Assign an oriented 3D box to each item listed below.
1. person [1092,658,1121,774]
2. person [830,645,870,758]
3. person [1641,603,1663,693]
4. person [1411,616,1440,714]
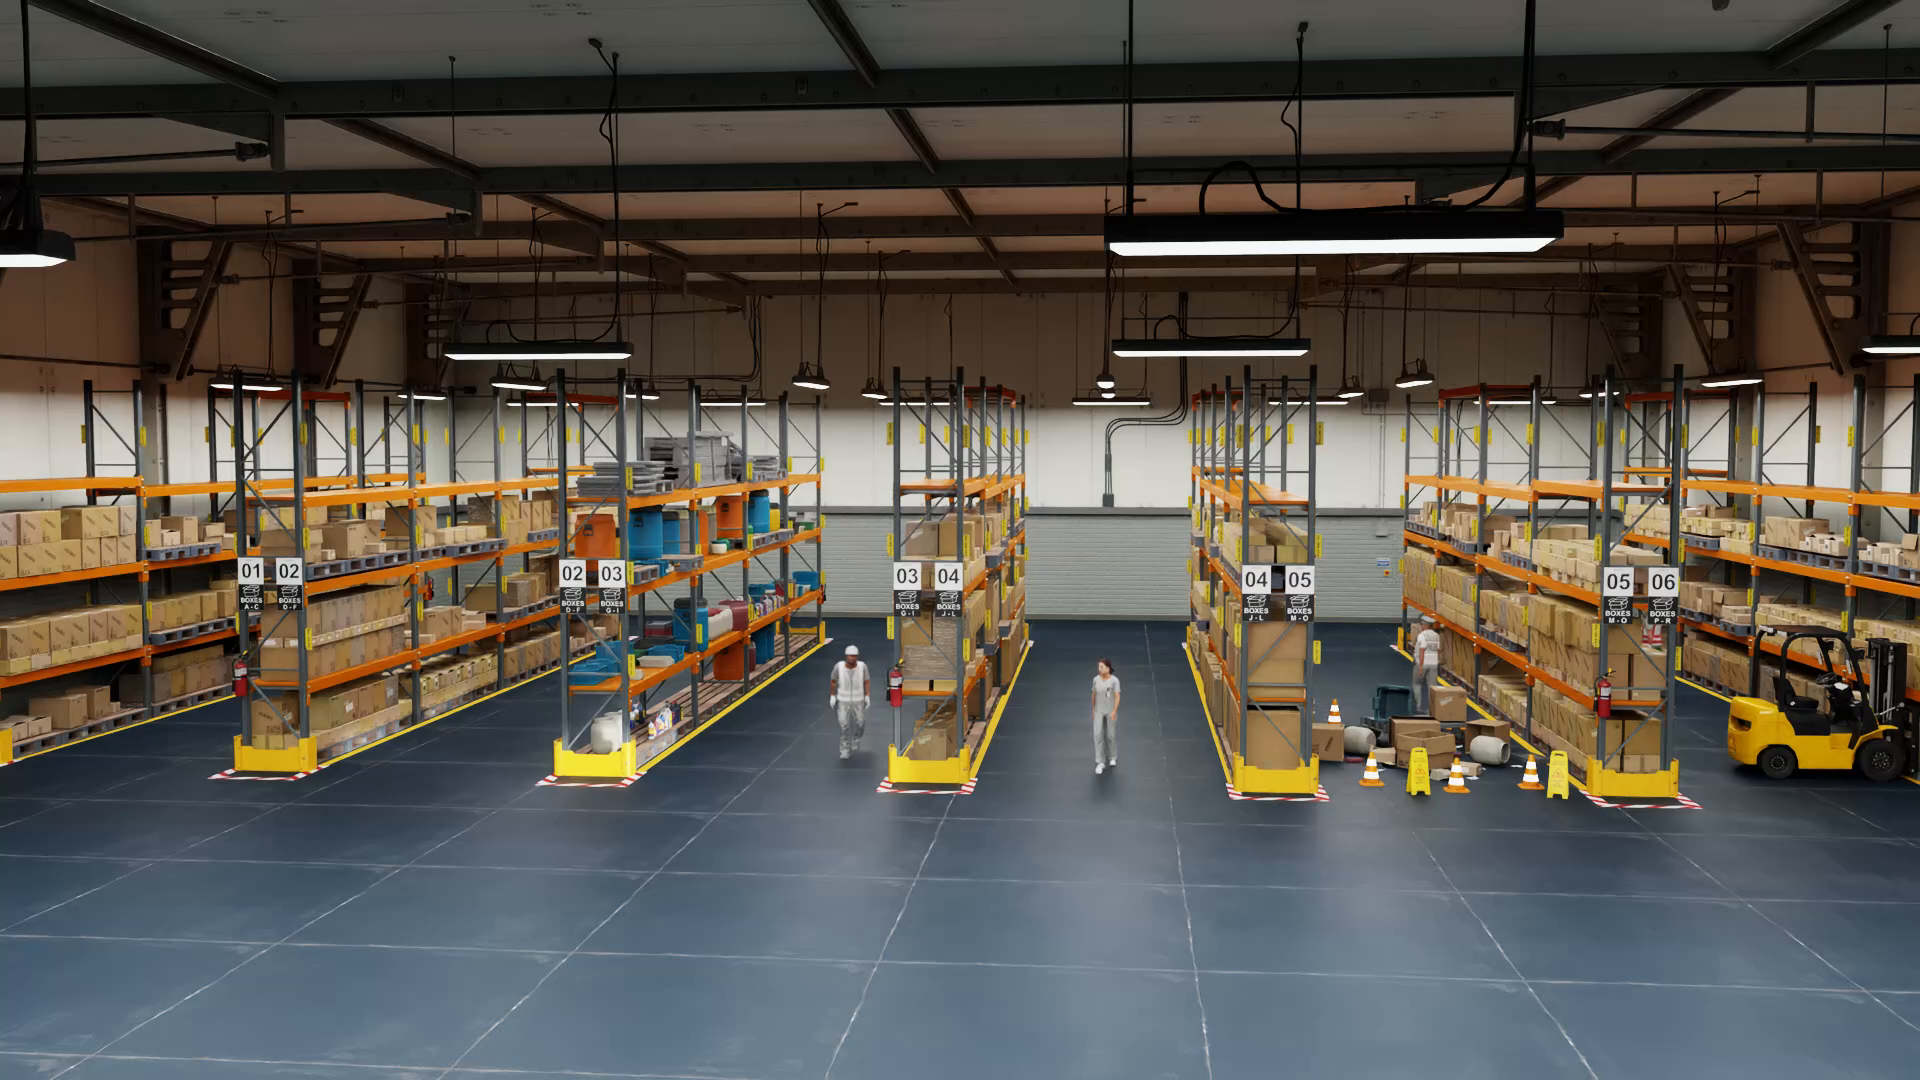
[{"bbox_3d":[2.180,2.629,25.010,0.466,1.655,0.801,1,4,17],"label":"person"},{"bbox_3d":[-1.735,2.509,26.072,0.613,1.765,0.673,-1,4,-11],"label":"person"},{"bbox_3d":[13.516,2.090,32.439,0.518,1.782,0.536,-1,4,-15],"label":"person"},{"bbox_3d":[8.430,2.284,29.982,0.536,1.809,0.688,-1,4,-8],"label":"person"}]
